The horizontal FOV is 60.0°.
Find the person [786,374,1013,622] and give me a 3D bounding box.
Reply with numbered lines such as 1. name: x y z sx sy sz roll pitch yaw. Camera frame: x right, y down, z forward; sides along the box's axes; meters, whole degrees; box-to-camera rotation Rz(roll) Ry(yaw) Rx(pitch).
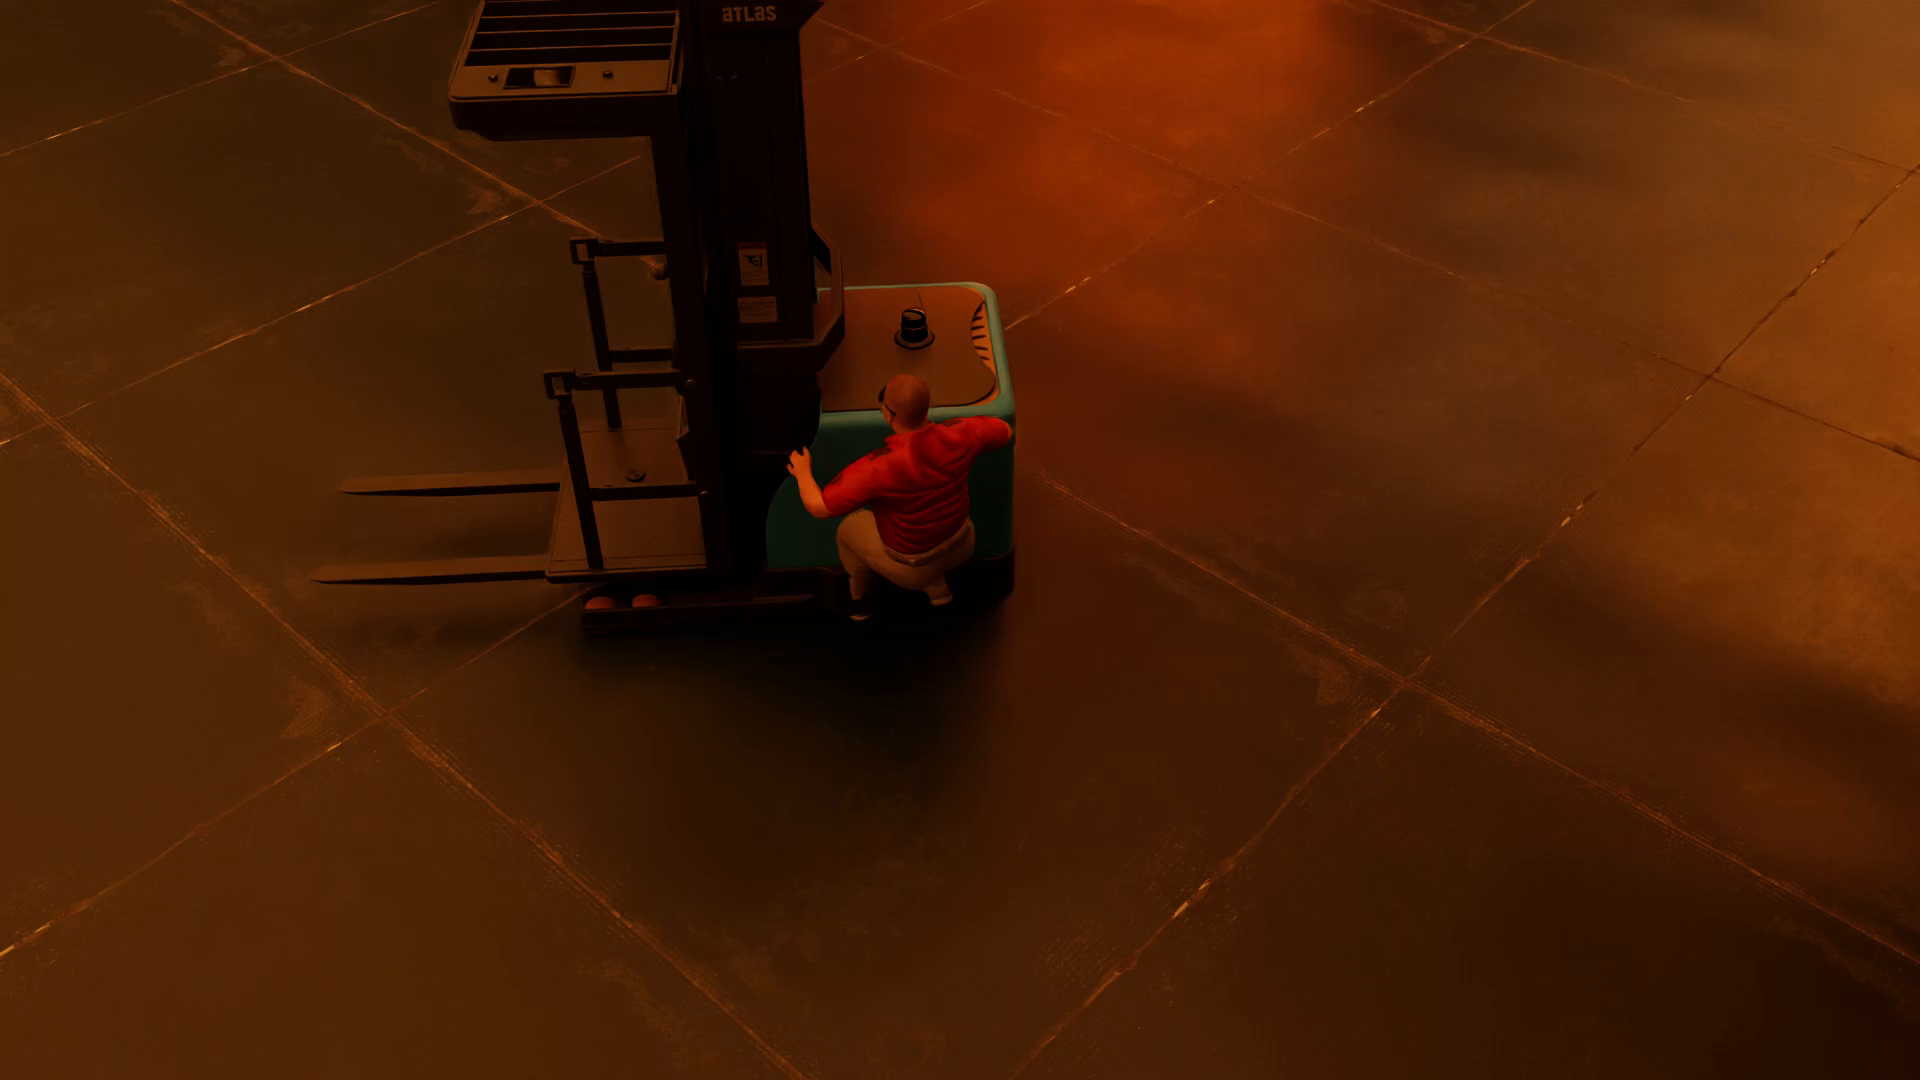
1. person: -0.304 -0.167 6.739 0.881 1.491 0.846 -28 48 -29

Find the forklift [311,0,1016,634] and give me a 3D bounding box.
1. forklift: -1.304 -1.064 6.669 3.031 2.935 1.130 -3 41 -3
